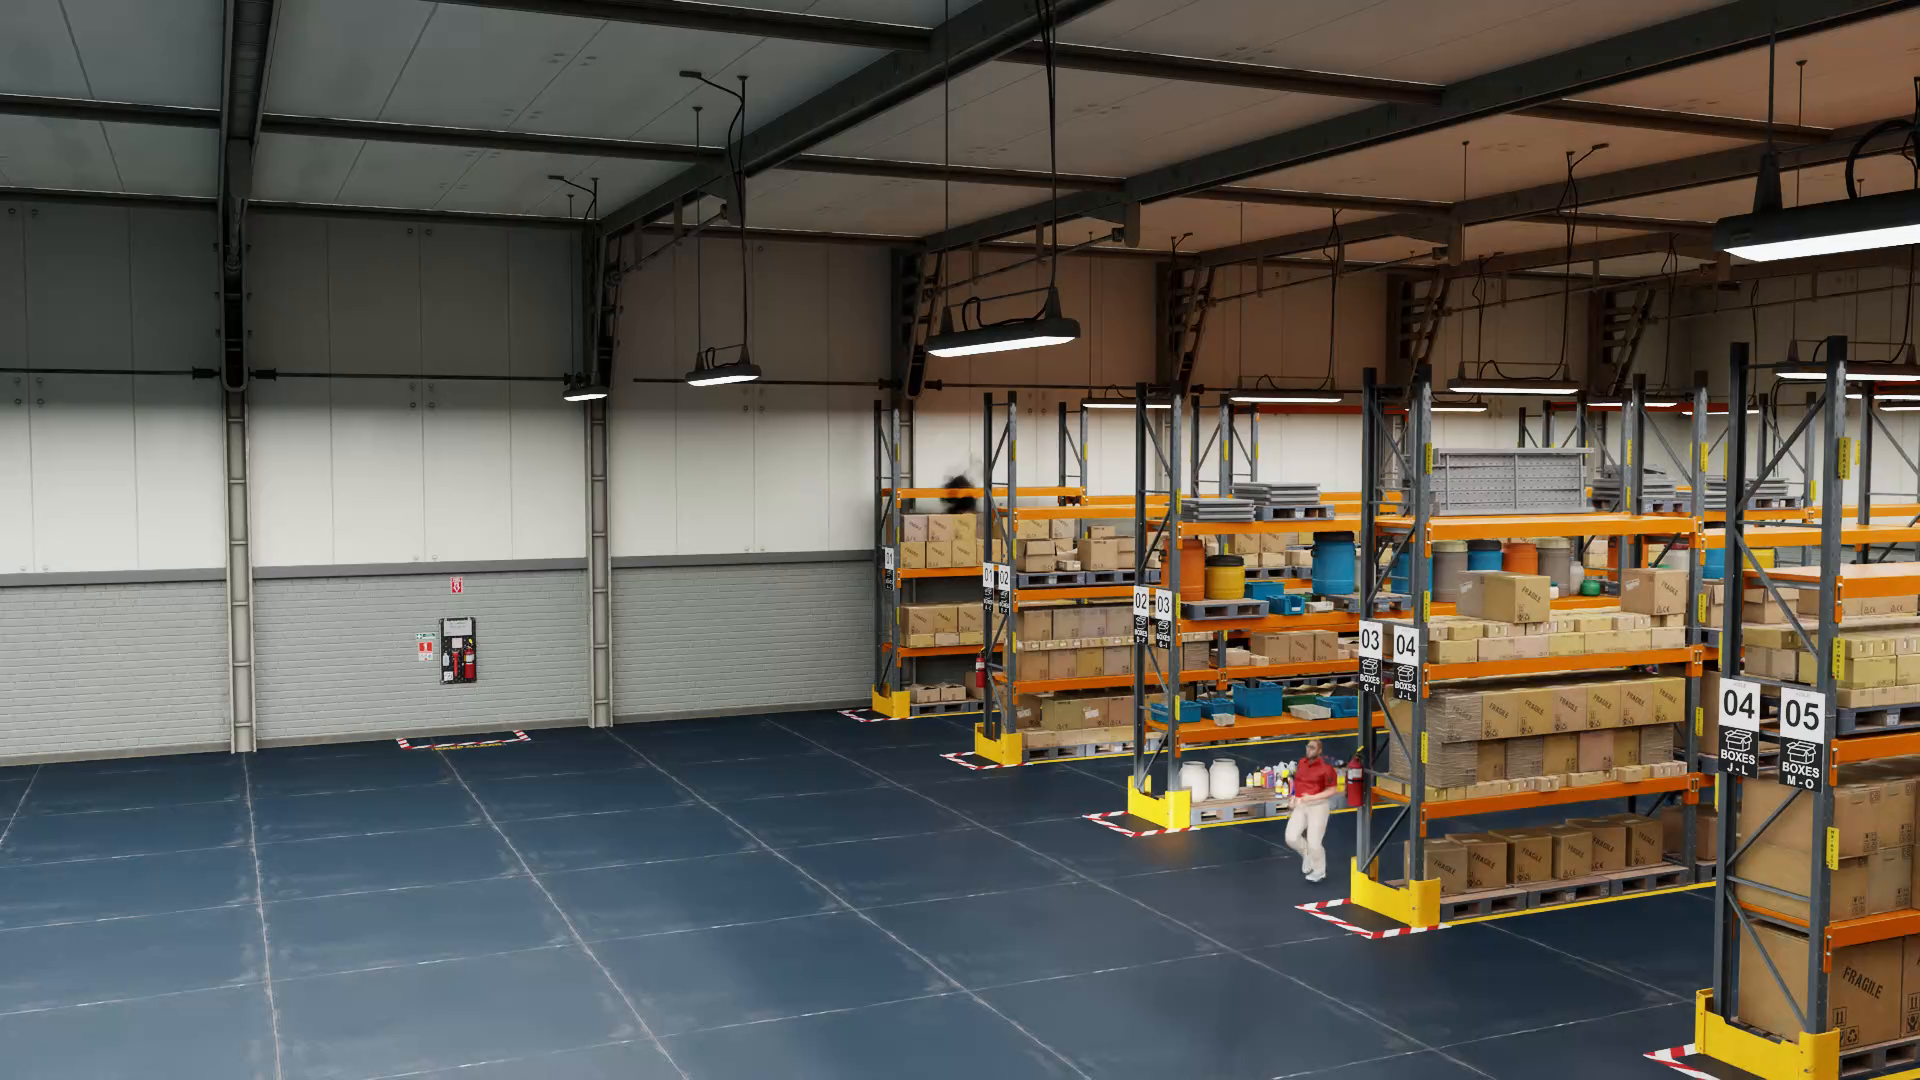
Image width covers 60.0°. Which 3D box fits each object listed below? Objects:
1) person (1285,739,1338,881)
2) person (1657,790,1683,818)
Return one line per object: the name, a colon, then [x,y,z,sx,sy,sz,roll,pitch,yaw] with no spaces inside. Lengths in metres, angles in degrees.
person: [4.113,3.181,19.581,0.587,1.672,0.648,-3,4,-41]
person: [9.850,3.022,22.916,0.867,1.560,0.541,-3,4,-39]
